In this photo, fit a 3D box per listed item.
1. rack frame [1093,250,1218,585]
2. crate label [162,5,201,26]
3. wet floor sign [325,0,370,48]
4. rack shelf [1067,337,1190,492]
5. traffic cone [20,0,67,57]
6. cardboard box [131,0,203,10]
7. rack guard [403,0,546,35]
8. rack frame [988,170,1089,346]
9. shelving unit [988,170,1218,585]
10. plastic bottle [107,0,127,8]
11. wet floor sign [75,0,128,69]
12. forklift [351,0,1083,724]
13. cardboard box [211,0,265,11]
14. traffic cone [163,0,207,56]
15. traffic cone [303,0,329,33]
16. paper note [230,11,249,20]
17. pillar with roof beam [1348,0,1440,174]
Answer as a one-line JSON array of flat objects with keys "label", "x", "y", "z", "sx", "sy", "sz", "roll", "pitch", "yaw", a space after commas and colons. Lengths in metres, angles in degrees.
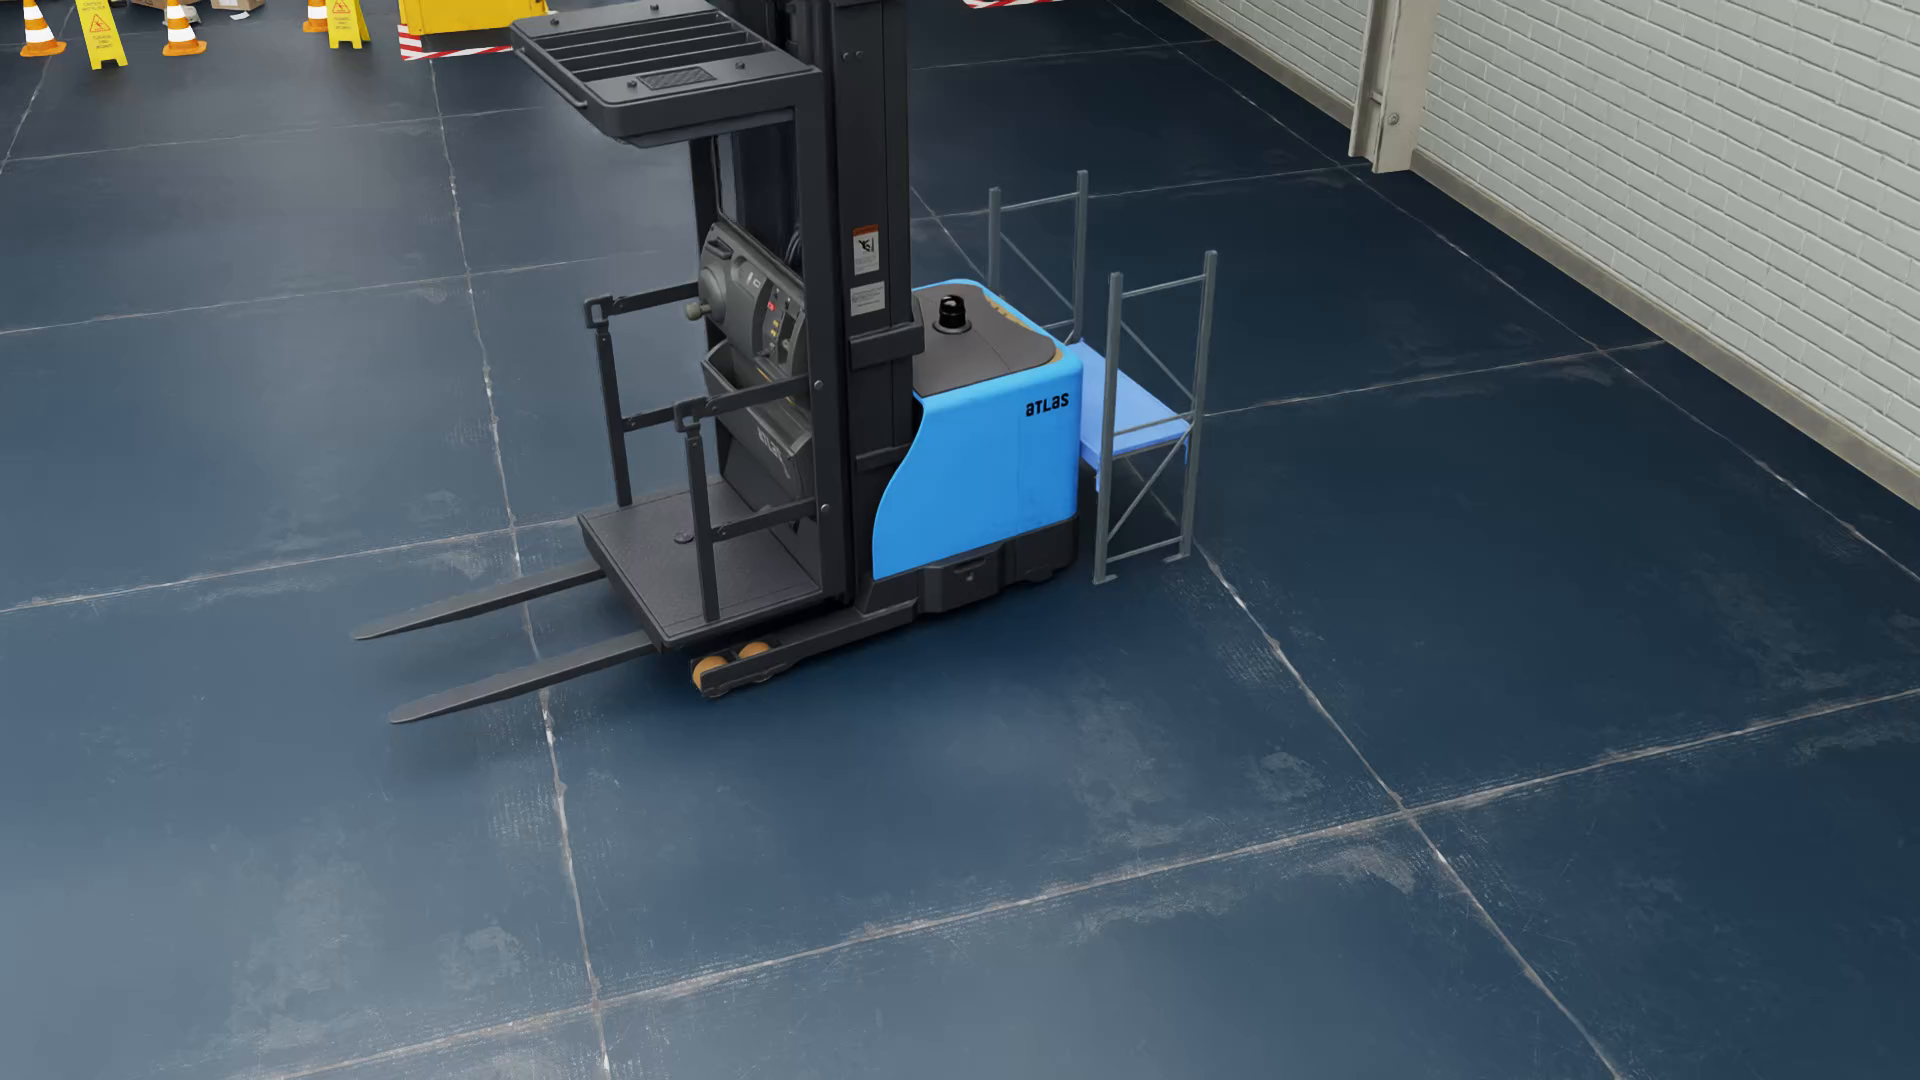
[{"label": "rack frame", "x": 0.828, "y": -0.495, "z": 7.139, "sx": 0.500, "sy": 1.500, "sz": 0.032, "roll": -16, "pitch": 37, "yaw": -23}, {"label": "crate label", "x": -6.824, "y": -4.592, "z": 14.575, "sx": 0.298, "sy": 0.136, "sz": 0.250, "roll": 27, "pitch": 42, "yaw": 34}, {"label": "wet floor sign", "x": -5.173, "y": -4.478, "z": 13.942, "sx": 0.267, "sy": 0.644, "sz": 0.232, "roll": 1, "pitch": 33, "yaw": 2}, {"label": "rack shelf", "x": 0.592, "y": -0.593, "z": 7.614, "sx": 0.538, "sy": 0.185, "sz": 1.000, "roll": -16, "pitch": 37, "yaw": -23}, {"label": "traffic cone", "x": -7.705, "y": -4.314, "z": 13.859, "sx": 0.336, "sy": 0.463, "sz": 0.334, "roll": -10, "pitch": 35, "yaw": -15}, {"label": "cardboard box", "x": -7.159, "y": -5.195, "z": 15.156, "sx": 0.637, "sy": 0.503, "sz": 0.797, "roll": 19, "pitch": 38, "yaw": 26}, {"label": "rack guard", "x": -4.235, "y": -4.737, "z": 14.466, "sx": 1.175, "sy": 0.500, "sz": 0.348, "roll": -10, "pitch": 35, "yaw": -15}, {"label": "rack frame", "x": 0.357, "y": -0.992, "z": 7.890, "sx": 0.500, "sy": 1.500, "sz": 0.032, "roll": -16, "pitch": 37, "yaw": -23}, {"label": "shelving unit", "x": 0.592, "y": -0.744, "z": 7.514, "sx": 0.538, "sy": 1.500, "sz": 1.048, "roll": -16, "pitch": 37, "yaw": -23}, {"label": "plastic bottle", "x": -7.682, "y": -4.905, "z": 15.117, "sx": 0.133, "sy": 0.061, "sz": 0.283, "roll": -23, "pitch": 40, "yaw": -31}, {"label": "wet floor sign", "x": -7.001, "y": -4.190, "z": 13.506, "sx": 0.267, "sy": 0.644, "sz": 0.232, "roll": -16, "pitch": 37, "yaw": -23}, {"label": "forklift", "x": -1.003, "y": -0.916, "z": 6.477, "sx": 3.031, "sy": 2.935, "sz": 1.130, "roll": -17, "pitch": 37, "yaw": -24}, {"label": "cardboard box", "x": -6.536, "y": -4.899, "z": 15.029, "sx": 0.380, "sy": 0.149, "sz": 0.250, "roll": 7, "pitch": 34, "yaw": 10}, {"label": "traffic cone", "x": -6.525, "y": -4.325, "z": 13.876, "sx": 0.336, "sy": 0.463, "sz": 0.334, "roll": -10, "pitch": 35, "yaw": -15}, {"label": "traffic cone", "x": -5.572, "y": -4.691, "z": 14.429, "sx": 0.336, "sy": 0.463, "sz": 0.334, "roll": -10, "pitch": 35, "yaw": -15}, {"label": "paper note", "x": -6.396, "y": -4.663, "z": 14.779, "sx": 0.148, "sy": 0.019, "sz": 0.142, "roll": -23, "pitch": 40, "yaw": -31}, {"label": "pillar with roof beam", "x": -1.110, "y": -5.723, "z": 8.248, "sx": 9.100, "sy": 9.000, "sz": 0.400, "roll": -10, "pitch": 35, "yaw": -15}]
